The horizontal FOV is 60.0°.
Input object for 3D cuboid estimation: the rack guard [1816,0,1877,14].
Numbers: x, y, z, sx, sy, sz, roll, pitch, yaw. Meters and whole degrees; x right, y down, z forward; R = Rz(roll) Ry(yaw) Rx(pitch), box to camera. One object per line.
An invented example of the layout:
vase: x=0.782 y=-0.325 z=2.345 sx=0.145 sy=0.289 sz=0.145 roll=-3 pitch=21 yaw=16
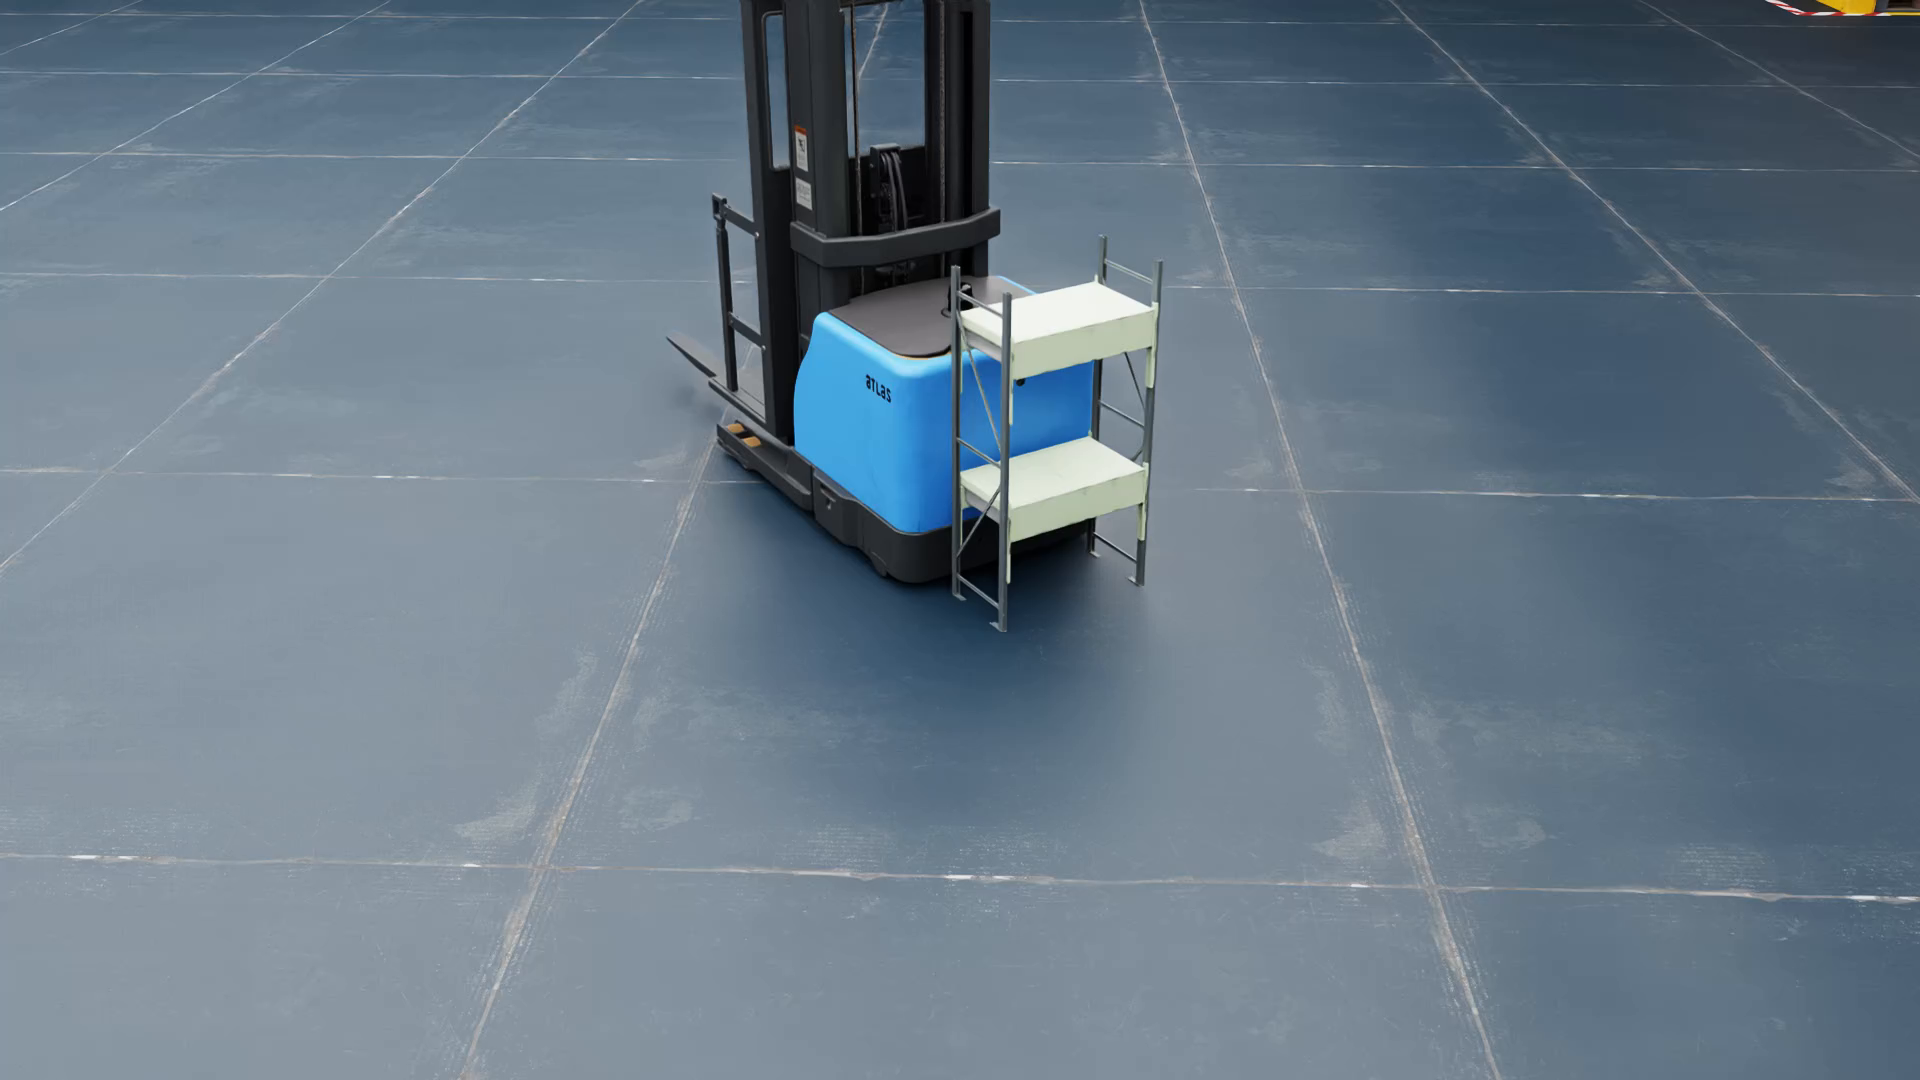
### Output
rack guard: x=10.437 y=-6.583 z=19.635 sx=0.348 sy=0.500 sz=1.175 roll=1 pitch=28 yaw=2

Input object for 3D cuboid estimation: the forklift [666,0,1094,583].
forklift: x=-0.591 y=-1.756 z=7.933 sx=1.130 sy=2.935 sz=3.031 roll=-16 pitch=32 yaw=-28

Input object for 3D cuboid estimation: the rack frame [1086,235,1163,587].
rack frame: x=0.697 y=-0.534 z=7.156 sx=0.023 sy=1.500 sz=0.400 roll=-17 pitch=32 yaw=-28

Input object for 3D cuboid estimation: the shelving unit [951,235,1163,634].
shelving unit: x=0.389 y=-0.441 z=6.981 sx=0.755 sy=1.500 sz=0.431 roll=-17 pitch=32 yaw=-28

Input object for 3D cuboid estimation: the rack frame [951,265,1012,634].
rack frame: x=0.081 y=-0.349 z=6.807 sx=0.023 sy=1.500 sz=0.400 roll=-17 pitch=32 yaw=-28

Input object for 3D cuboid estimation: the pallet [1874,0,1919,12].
pallet: x=11.227 y=-6.462 z=19.715 sx=1.213 sy=0.211 sz=1.003 roll=1 pitch=28 yaw=2

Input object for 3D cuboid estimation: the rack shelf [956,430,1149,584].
rack shelf: x=0.389 y=-0.153 z=7.134 sx=0.720 sy=0.370 sz=0.431 roll=-17 pitch=32 yaw=-28

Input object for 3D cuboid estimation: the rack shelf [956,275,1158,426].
rack shelf: x=0.389 y=-0.786 z=6.798 sx=0.720 sy=0.370 sz=0.431 roll=-17 pitch=32 yaw=-28
